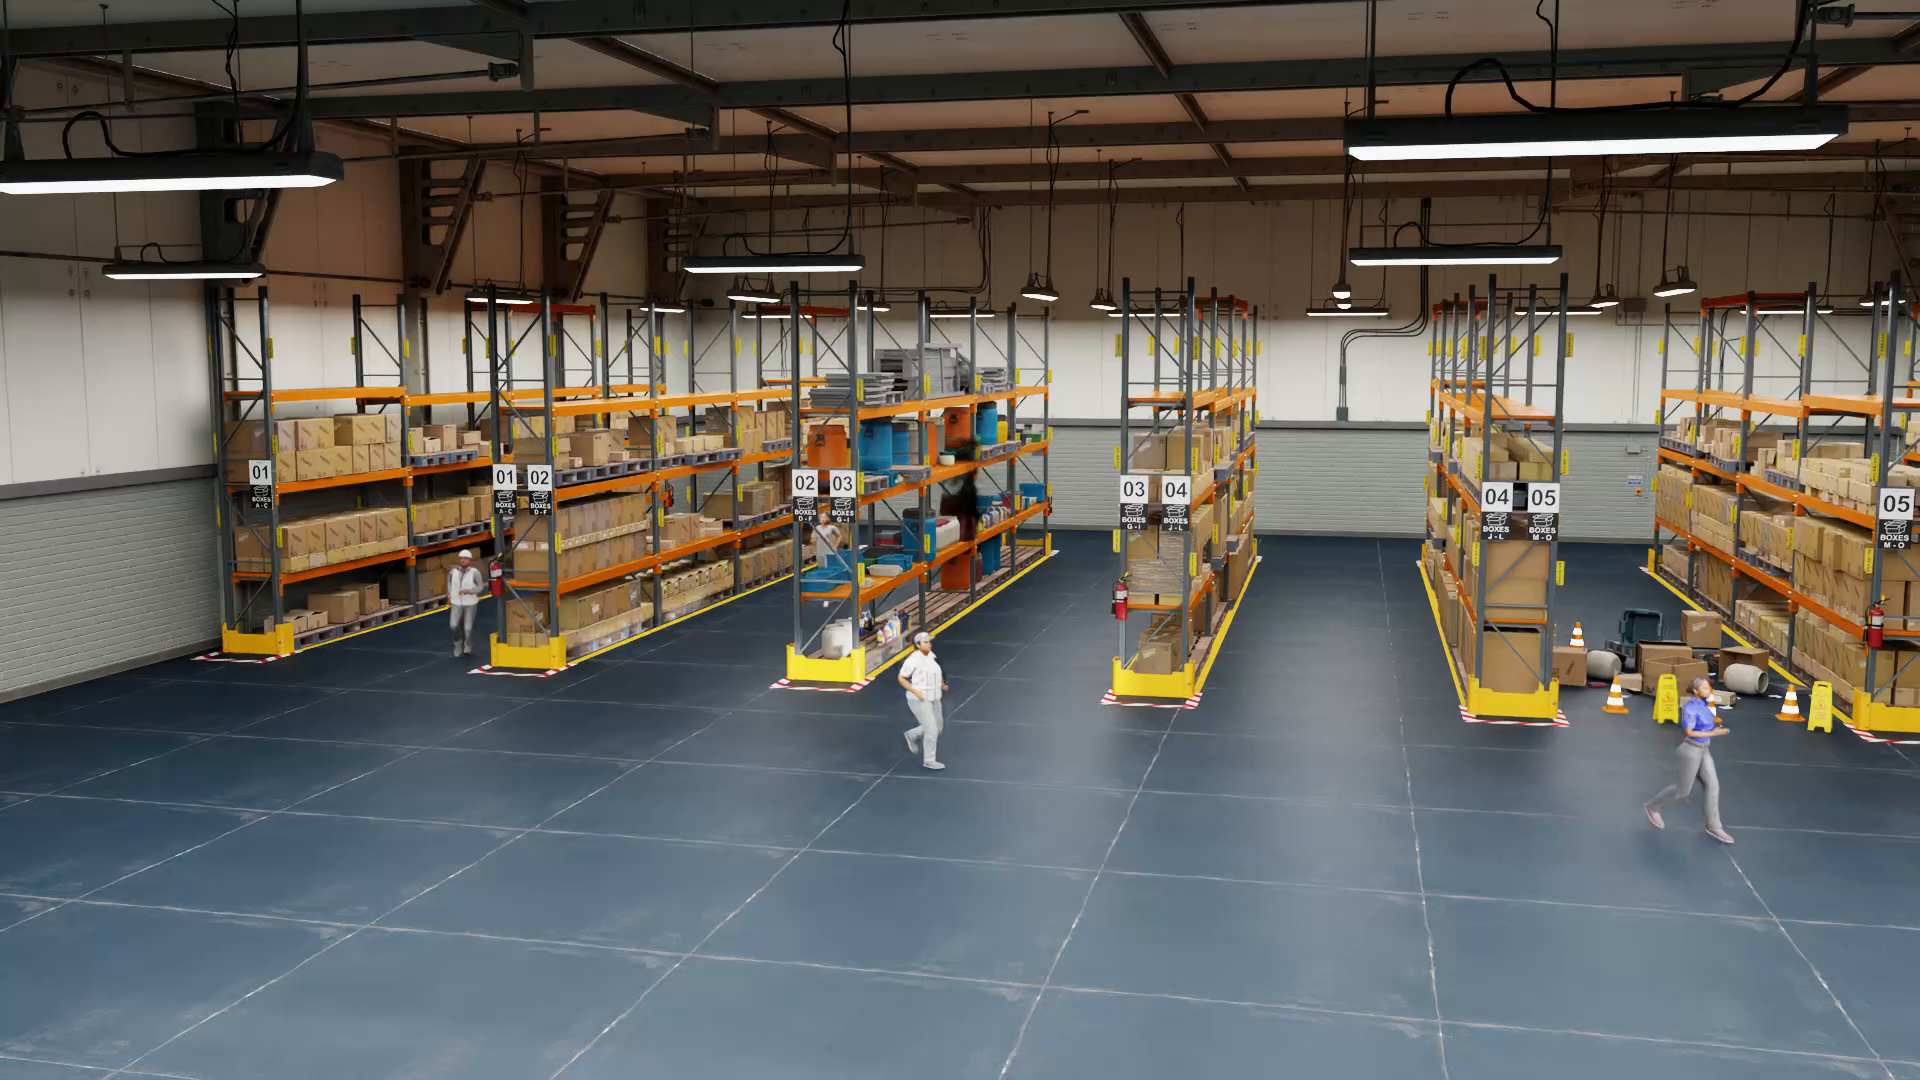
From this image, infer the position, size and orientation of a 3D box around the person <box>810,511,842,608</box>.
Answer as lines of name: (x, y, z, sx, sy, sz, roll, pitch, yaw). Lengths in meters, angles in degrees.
person: (-2.514, 0.343, 30.948, 0.546, 1.766, 0.694, 1, 7, 12)

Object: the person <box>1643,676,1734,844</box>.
person: (7.494, 2.209, 17.031, 0.604, 1.663, 0.900, -6, 9, -44)

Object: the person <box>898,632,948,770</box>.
person: (-0.456, 1.907, 19.982, 0.727, 1.624, 0.615, 5, 9, 39)

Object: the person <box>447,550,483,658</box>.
person: (-8.054, 1.033, 27.020, 0.629, 1.759, 0.665, 0, 7, -3)
